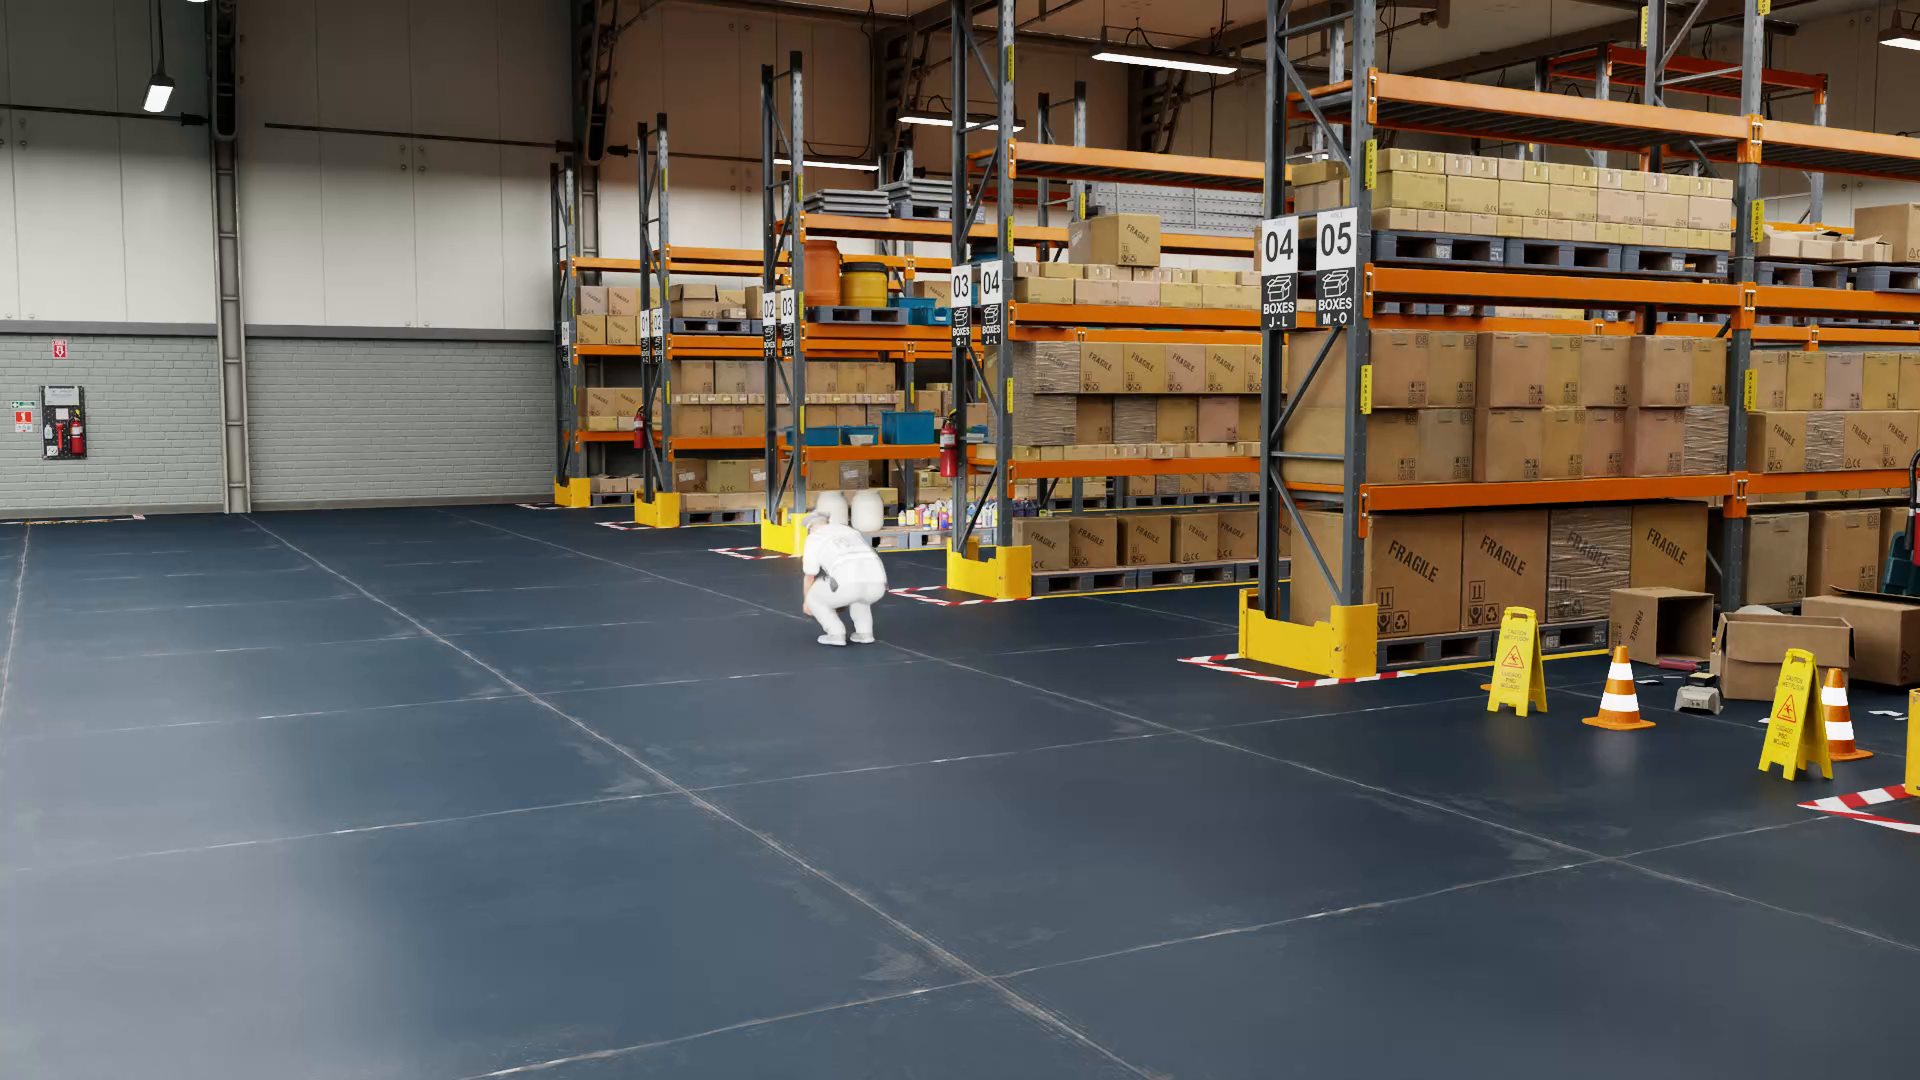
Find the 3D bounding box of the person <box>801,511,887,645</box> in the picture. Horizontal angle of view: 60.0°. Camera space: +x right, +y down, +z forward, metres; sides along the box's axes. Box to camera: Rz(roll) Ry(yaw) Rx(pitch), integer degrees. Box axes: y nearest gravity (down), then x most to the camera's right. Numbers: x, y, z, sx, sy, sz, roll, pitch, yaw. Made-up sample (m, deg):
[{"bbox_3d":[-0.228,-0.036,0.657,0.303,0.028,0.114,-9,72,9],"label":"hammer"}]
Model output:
[{"bbox_3d":[-0.940,0.297,13.080,0.526,1.025,0.919,-3,6,-30],"label":"person"}]
